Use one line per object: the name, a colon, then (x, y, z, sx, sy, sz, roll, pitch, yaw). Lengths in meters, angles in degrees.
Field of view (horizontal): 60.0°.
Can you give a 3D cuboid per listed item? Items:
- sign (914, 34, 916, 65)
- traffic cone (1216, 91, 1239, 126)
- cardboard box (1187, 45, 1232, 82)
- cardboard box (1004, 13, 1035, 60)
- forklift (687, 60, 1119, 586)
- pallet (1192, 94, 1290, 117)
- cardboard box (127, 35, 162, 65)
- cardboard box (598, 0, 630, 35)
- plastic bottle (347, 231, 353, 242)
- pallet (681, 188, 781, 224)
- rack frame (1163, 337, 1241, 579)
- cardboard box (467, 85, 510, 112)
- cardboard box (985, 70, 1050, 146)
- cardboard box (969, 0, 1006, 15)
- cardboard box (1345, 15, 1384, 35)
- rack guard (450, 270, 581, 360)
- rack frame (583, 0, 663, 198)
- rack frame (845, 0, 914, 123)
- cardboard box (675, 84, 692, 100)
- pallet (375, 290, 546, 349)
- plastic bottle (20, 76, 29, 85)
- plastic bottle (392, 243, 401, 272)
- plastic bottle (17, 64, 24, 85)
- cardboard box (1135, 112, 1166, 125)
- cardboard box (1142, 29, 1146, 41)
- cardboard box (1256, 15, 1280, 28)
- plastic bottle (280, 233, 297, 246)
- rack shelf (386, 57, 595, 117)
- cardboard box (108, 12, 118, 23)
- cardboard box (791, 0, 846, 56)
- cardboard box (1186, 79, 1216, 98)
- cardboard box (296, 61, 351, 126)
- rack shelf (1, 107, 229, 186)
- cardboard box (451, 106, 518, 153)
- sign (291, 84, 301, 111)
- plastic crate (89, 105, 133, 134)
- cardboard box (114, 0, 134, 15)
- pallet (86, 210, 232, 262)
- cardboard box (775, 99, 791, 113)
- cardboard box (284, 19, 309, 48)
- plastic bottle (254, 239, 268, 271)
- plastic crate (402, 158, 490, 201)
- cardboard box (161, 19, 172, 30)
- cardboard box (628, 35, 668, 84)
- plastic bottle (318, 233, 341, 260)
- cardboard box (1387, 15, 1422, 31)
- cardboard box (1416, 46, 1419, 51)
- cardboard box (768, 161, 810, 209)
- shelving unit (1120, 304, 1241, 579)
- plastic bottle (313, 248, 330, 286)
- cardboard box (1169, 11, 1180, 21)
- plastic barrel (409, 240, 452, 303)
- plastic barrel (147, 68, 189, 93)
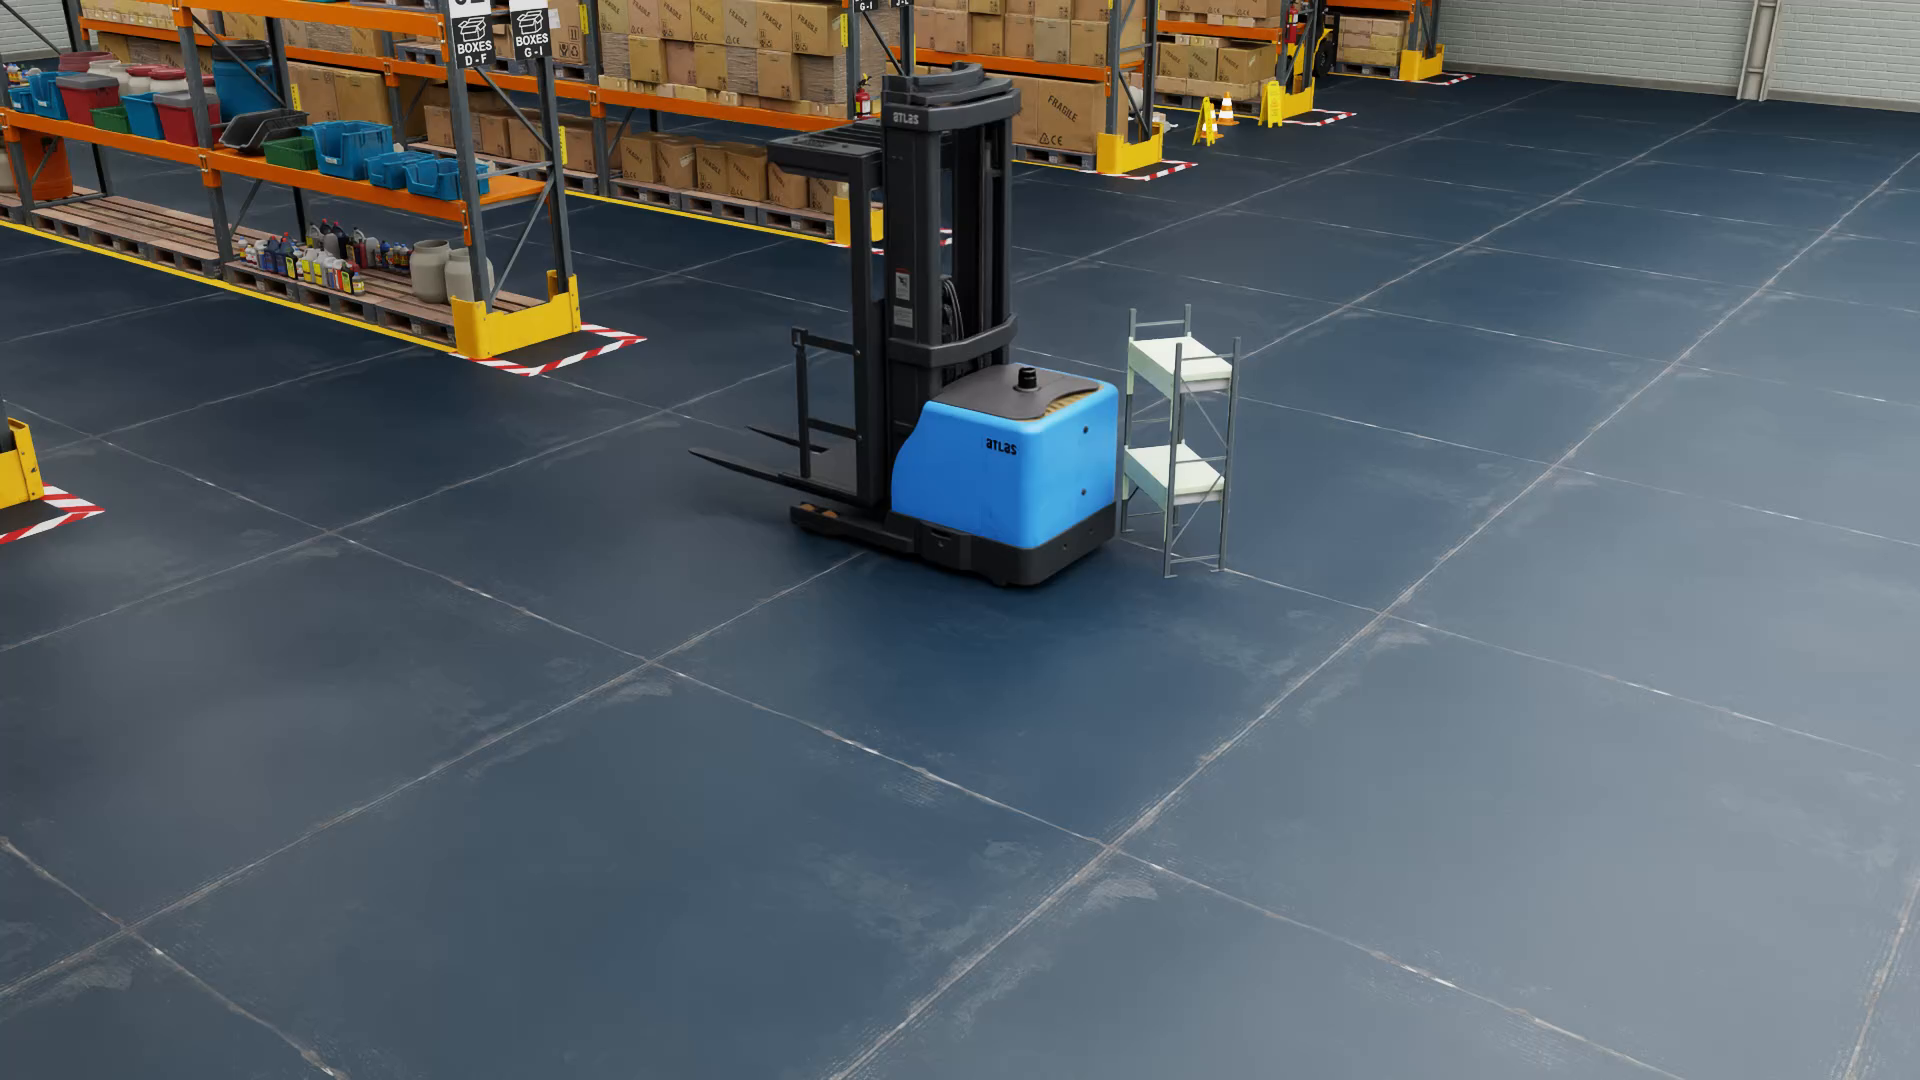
sign: (-0.514, -5.306, 17.999, 0.005, 0.325, 0.100, 17, 29, 33)
traffic cone: (3.986, -6.459, 24.836, 0.334, 0.463, 0.336, 17, 29, 33)
cardboard box: (3.887, -7.444, 25.884, 0.500, 0.500, 0.500, 18, 30, 35)
cardboard box: (1.066, -6.756, 22.178, 0.550, 0.550, 0.875, 17, 29, 33)
forklift: (-0.493, -1.517, 10.557, 3.031, 2.935, 1.130, 16, 29, 33)
pallet: (4.414, -6.882, 26.108, 1.213, 0.211, 1.003, 17, 29, 33)
cardboard box: (-12.354, -7.475, 26.109, 0.875, 0.875, 0.875, 17, 29, 33)
cardboard box: (-3.833, -6.151, 19.257, 0.500, 0.500, 0.500, 17, 29, 33)
plastic bottle: (-6.014, -2.927, 16.497, 0.133, 0.283, 0.061, 19, 30, 37)
pallet: (-2.501, -3.980, 19.522, 1.213, 0.211, 1.003, 17, 29, 33)
rack frame: (1.444, -0.475, 9.967, 0.400, 1.500, 0.023, -7, 25, -15)
cardboard box: (-6.256, -5.793, 21.801, 0.500, 0.250, 0.500, 21, 31, 39)
cardboard box: (0.928, -5.885, 22.501, 0.875, 0.875, 0.875, 16, 29, 32)
cardboard box: (0.578, -7.344, 22.173, 0.500, 0.550, 0.875, 17, 29, 33)
cardboard box: (7.110, -9.058, 29.238, 0.500, 0.250, 0.500, 17, 29, 34)
rack guard: (-3.899, -1.996, 14.660, 0.348, 0.500, 1.175, 17, 29, 33)
rack frame: (-4.040, -5.702, 19.971, 0.127, 3.000, 1.000, 17, 29, 33)
rack frame: (-0.840, -4.735, 17.776, 0.127, 3.000, 1.000, 17, 29, 33)
cardboard box: (-3.034, -5.144, 19.016, 0.250, 0.149, 0.380, 17, 29, 33)
pallet: (-4.546, -2.062, 15.168, 1.213, 0.211, 1.003, 17, 29, 33)
plastic bottle: (-10.794, -5.257, 19.206, 0.097, 0.201, 0.097, 0, 24, 0)
plastic bottle: (-5.428, -2.736, 16.077, 0.097, 0.271, 0.097, 0, 24, 0)
plastic bottle: (-10.999, -5.442, 19.525, 0.133, 0.283, 0.061, 17, 29, 33)
cardboard box: (2.844, -6.293, 24.847, 0.380, 0.149, 0.250, -10, 26, -21)
cardboard box: (2.907, -8.006, 26.355, 0.250, 0.149, 0.380, 19, 30, 36)
cardboard box: (4.676, -7.839, 25.132, 0.250, 0.149, 0.380, 18, 29, 35)
plastic bottle: (-6.527, -2.811, 16.149, 0.185, 0.351, 0.144, 17, 29, 33)
rack shelf: (-5.641, -5.857, 21.214, 4.000, 0.370, 1.077, 17, 29, 33)
cardboard box: (-12.936, -8.111, 25.749, 0.250, 0.149, 0.380, 16, 29, 33)
cardboard box: (-1.428, -5.428, 17.615, 0.500, 0.500, 0.500, 17, 29, 33)
cardboard box: (3.886, -7.103, 26.039, 0.500, 0.250, 0.500, 17, 29, 33)
cardboard box: (-8.489, -6.281, 23.399, 0.875, 0.875, 1.225, 17, 29, 33)
rack shelf: (-8.611, -4.259, 17.587, 4.000, 0.370, 1.077, 17, 29, 33)
cardboard box: (-6.241, -5.441, 21.934, 0.500, 0.500, 0.700, 14, 27, 29)
sign: (-6.672, -4.406, 16.685, 0.005, 0.325, 0.100, 17, 29, 33)
plastic crate: (-8.574, -4.337, 17.136, 0.662, 0.188, 0.450, 17, 29, 33)
cardboard box: (-12.601, -8.222, 25.508, 0.500, 0.250, 0.500, 16, 28, 32)
pallet: (-8.643, -3.300, 17.978, 1.213, 0.211, 1.003, 17, 29, 33)
cardboard box: (-1.813, -4.792, 18.218, 0.250, 0.149, 0.380, 17, 29, 33)
cardboard box: (-9.004, -7.125, 23.076, 0.500, 0.500, 0.500, 17, 29, 34)
plastic bottle: (-6.744, -2.771, 16.152, 0.135, 0.276, 0.152, 18, 30, 35)
plastic crate: (-4.390, -3.093, 14.235, 0.616, 0.251, 0.499, 17, 29, 33)
cardboard box: (-11.706, -7.738, 24.905, 0.250, 0.149, 0.380, 17, 29, 34)
cardboard box: (-3.338, -5.623, 19.299, 0.500, 0.500, 0.875, 17, 29, 33)
plastic bottle: (-6.238, -2.896, 16.435, 0.135, 0.276, 0.152, 17, 29, 33)
cardboard box: (7.807, -9.103, 29.340, 0.500, 0.250, 0.500, 16, 29, 33)
cardboard box: (7.802, -8.650, 29.552, 0.500, 0.250, 0.500, 17, 29, 34)
cardboard box: (-1.828, -4.073, 18.853, 0.500, 0.500, 0.500, -17, 29, -34)
shelving unit: (1.344, -0.617, 10.290, 0.431, 1.500, 0.755, -7, 25, -15)
plastic bottle: (-5.974, -2.571, 15.604, 0.185, 0.351, 0.144, 18, 30, 35)
cardboard box: (3.465, -8.215, 25.985, 0.250, 0.149, 0.380, 17, 29, 33)
plastic barrel: (-4.784, -2.446, 15.146, 0.421, 0.512, 0.421, 0, 24, 0)
plastic barrel: (-8.232, -4.646, 17.405, 0.433, 0.535, 0.433, 0, 24, 0)
